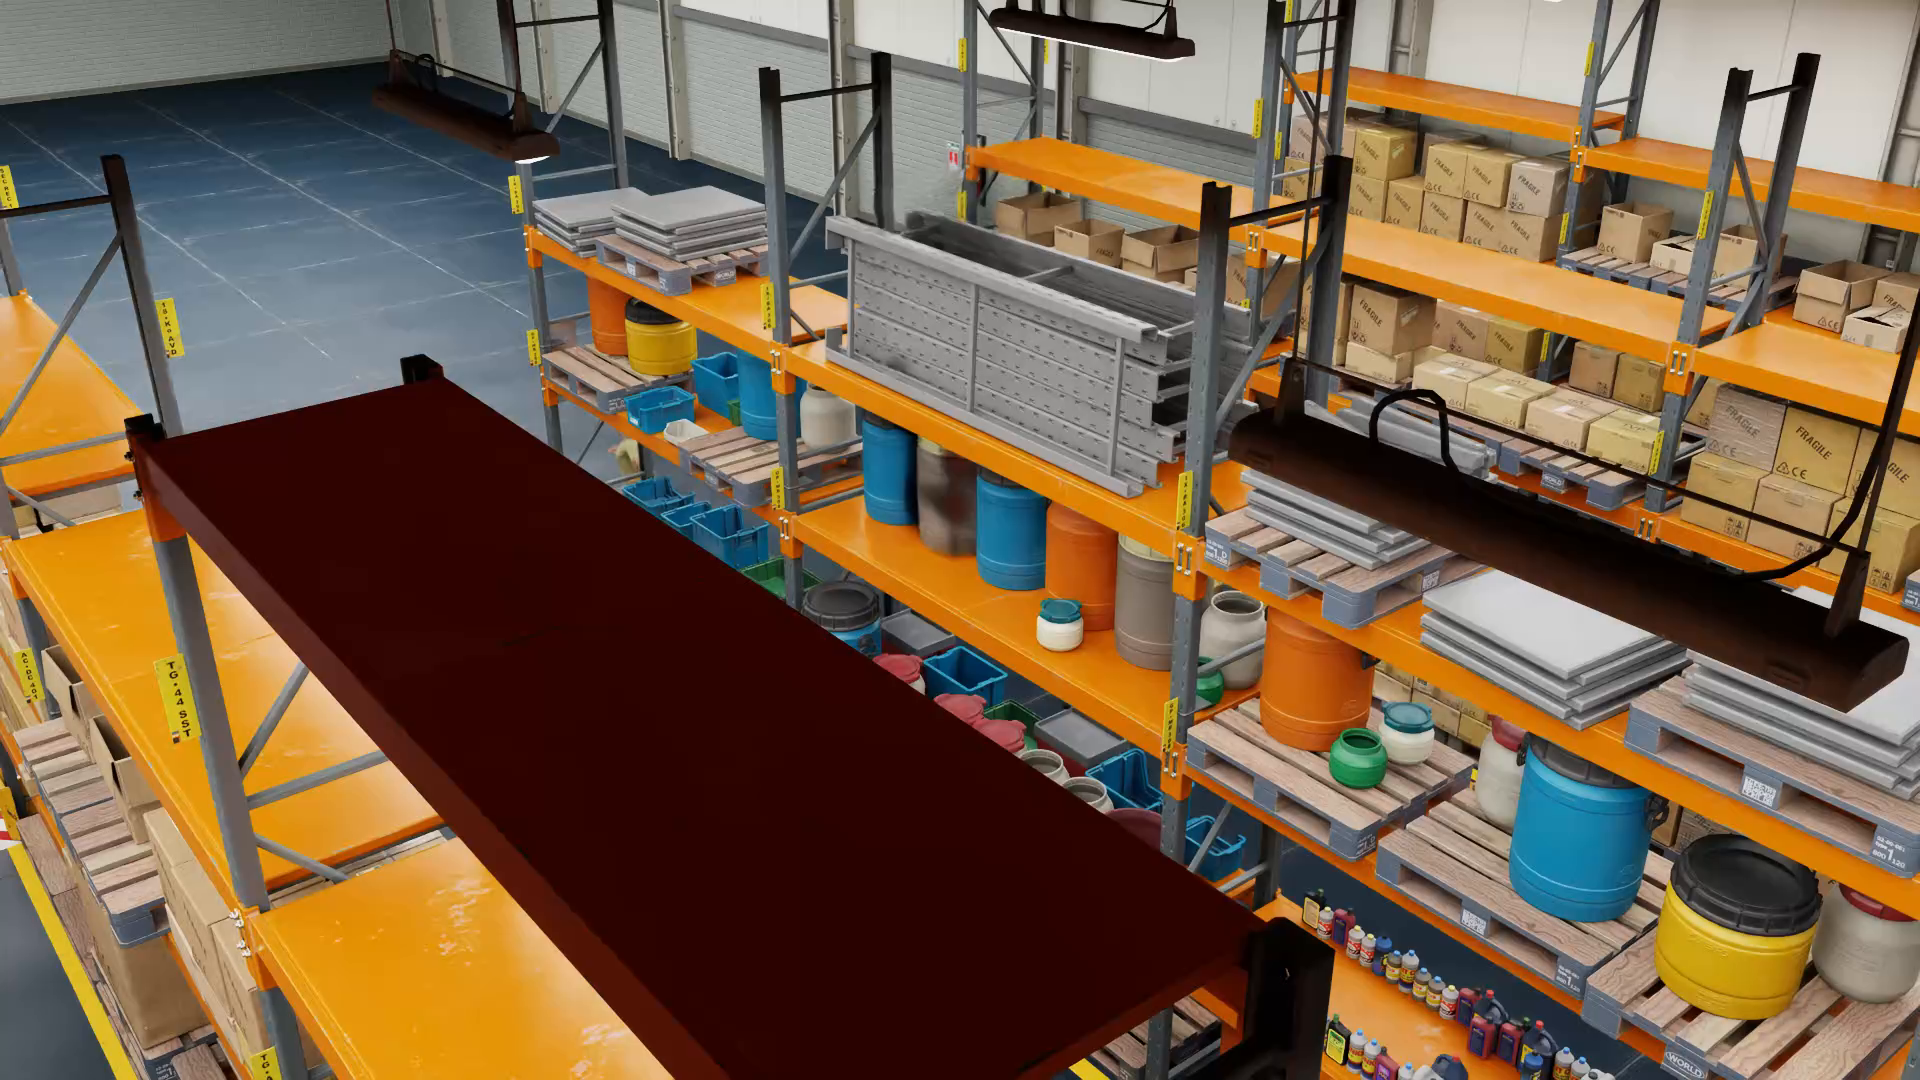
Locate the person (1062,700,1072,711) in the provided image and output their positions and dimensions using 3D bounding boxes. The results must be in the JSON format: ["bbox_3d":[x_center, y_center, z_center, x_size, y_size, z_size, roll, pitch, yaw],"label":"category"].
[{"bbox_3d":[1.038,1.119,13.391,0.533,1.690,0.647,21,33,37],"label":"person"}]

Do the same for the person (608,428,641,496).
[{"bbox_3d":[-3.397,-0.570,17.568,0.689,1.683,0.586,8,27,16],"label":"person"}]
